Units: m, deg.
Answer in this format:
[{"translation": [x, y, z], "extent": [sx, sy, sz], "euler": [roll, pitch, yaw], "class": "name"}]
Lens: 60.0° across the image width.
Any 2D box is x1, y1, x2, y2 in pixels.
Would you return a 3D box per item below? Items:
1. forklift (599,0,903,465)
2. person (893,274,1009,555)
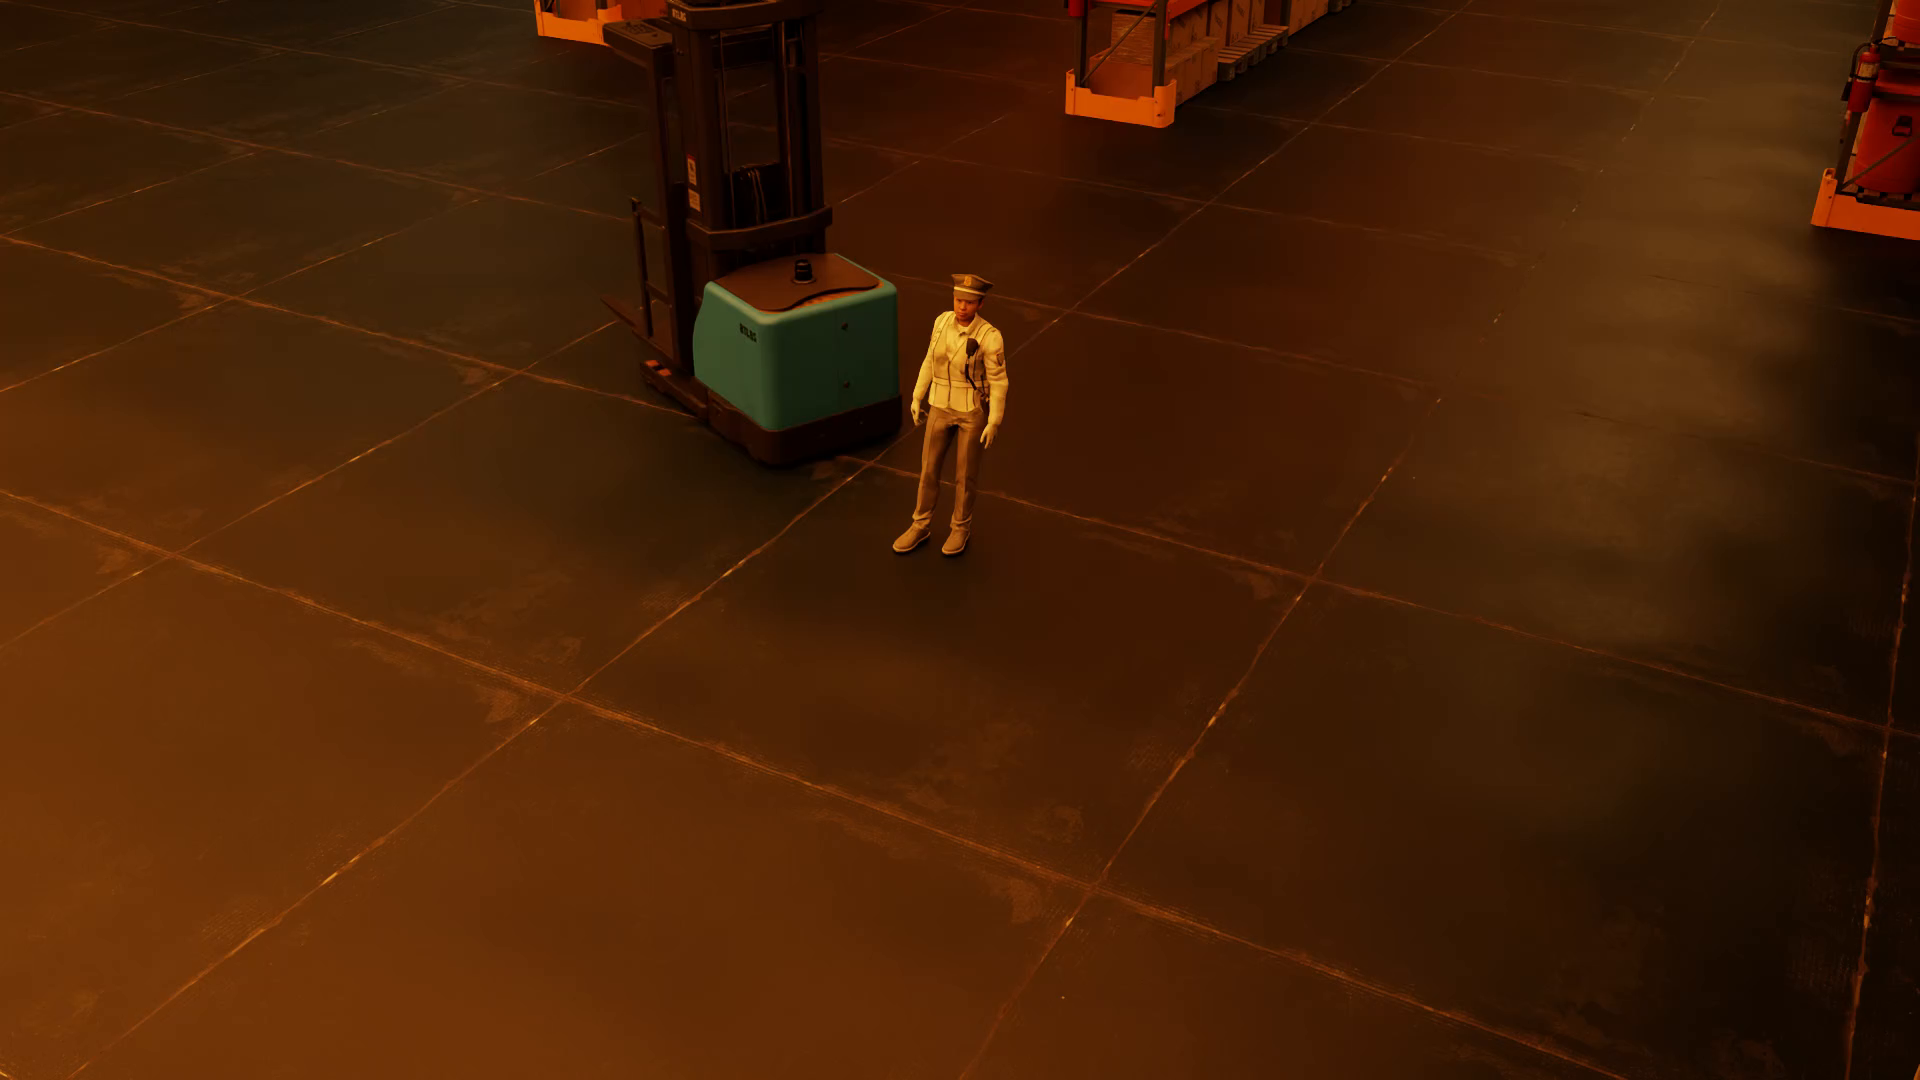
[{"translation": [-1.645, -2.440, 11.299], "extent": [1.130, 2.935, 3.031], "euler": [-19, 35, -30], "class": "forklift"}, {"translation": [-0.040, -0.712, 9.527], "extent": [0.586, 1.694, 0.530], "euler": [15, 33, 25], "class": "person"}]
